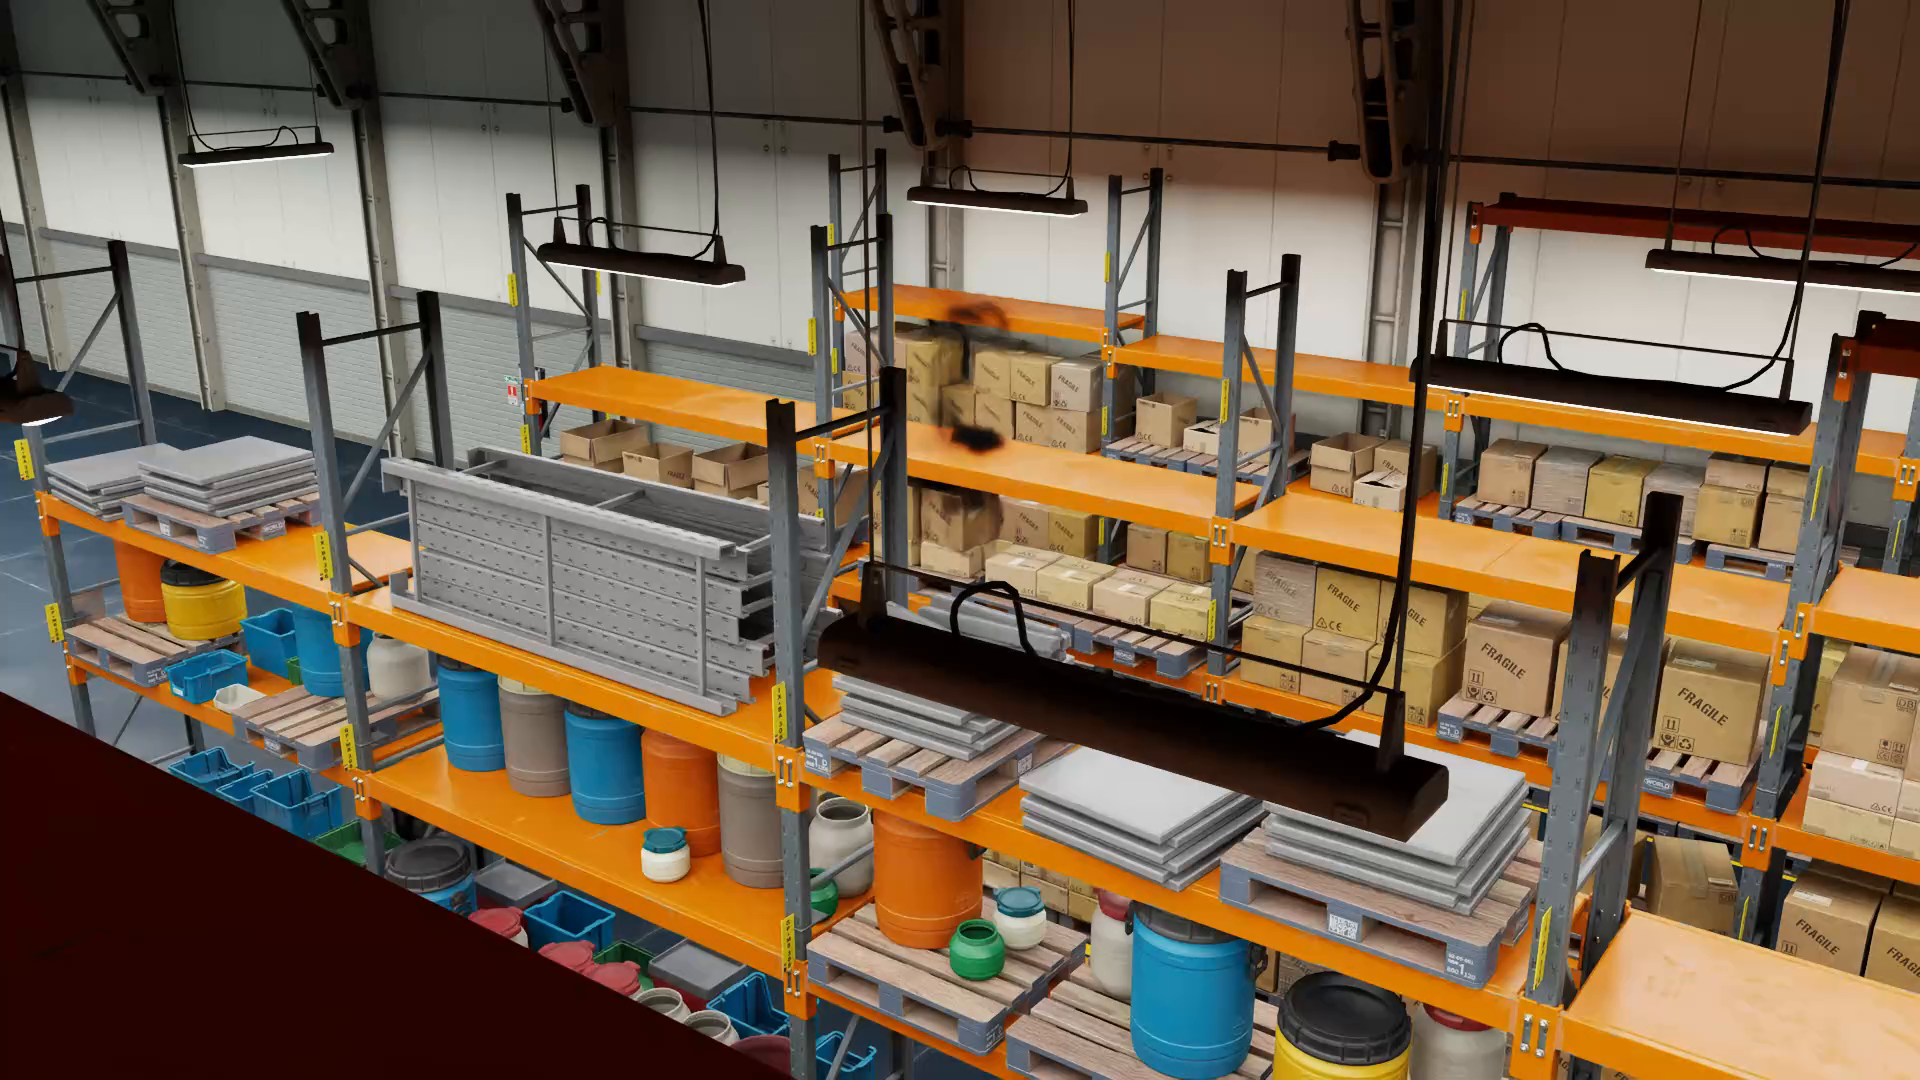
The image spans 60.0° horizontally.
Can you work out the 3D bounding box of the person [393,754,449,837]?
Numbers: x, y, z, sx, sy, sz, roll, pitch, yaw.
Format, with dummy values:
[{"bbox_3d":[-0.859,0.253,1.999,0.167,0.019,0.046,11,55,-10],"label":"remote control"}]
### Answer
[{"bbox_3d":[-4.814,2.647,14.774,0.597,1.576,0.810,-15,23,-37],"label":"person"}]
